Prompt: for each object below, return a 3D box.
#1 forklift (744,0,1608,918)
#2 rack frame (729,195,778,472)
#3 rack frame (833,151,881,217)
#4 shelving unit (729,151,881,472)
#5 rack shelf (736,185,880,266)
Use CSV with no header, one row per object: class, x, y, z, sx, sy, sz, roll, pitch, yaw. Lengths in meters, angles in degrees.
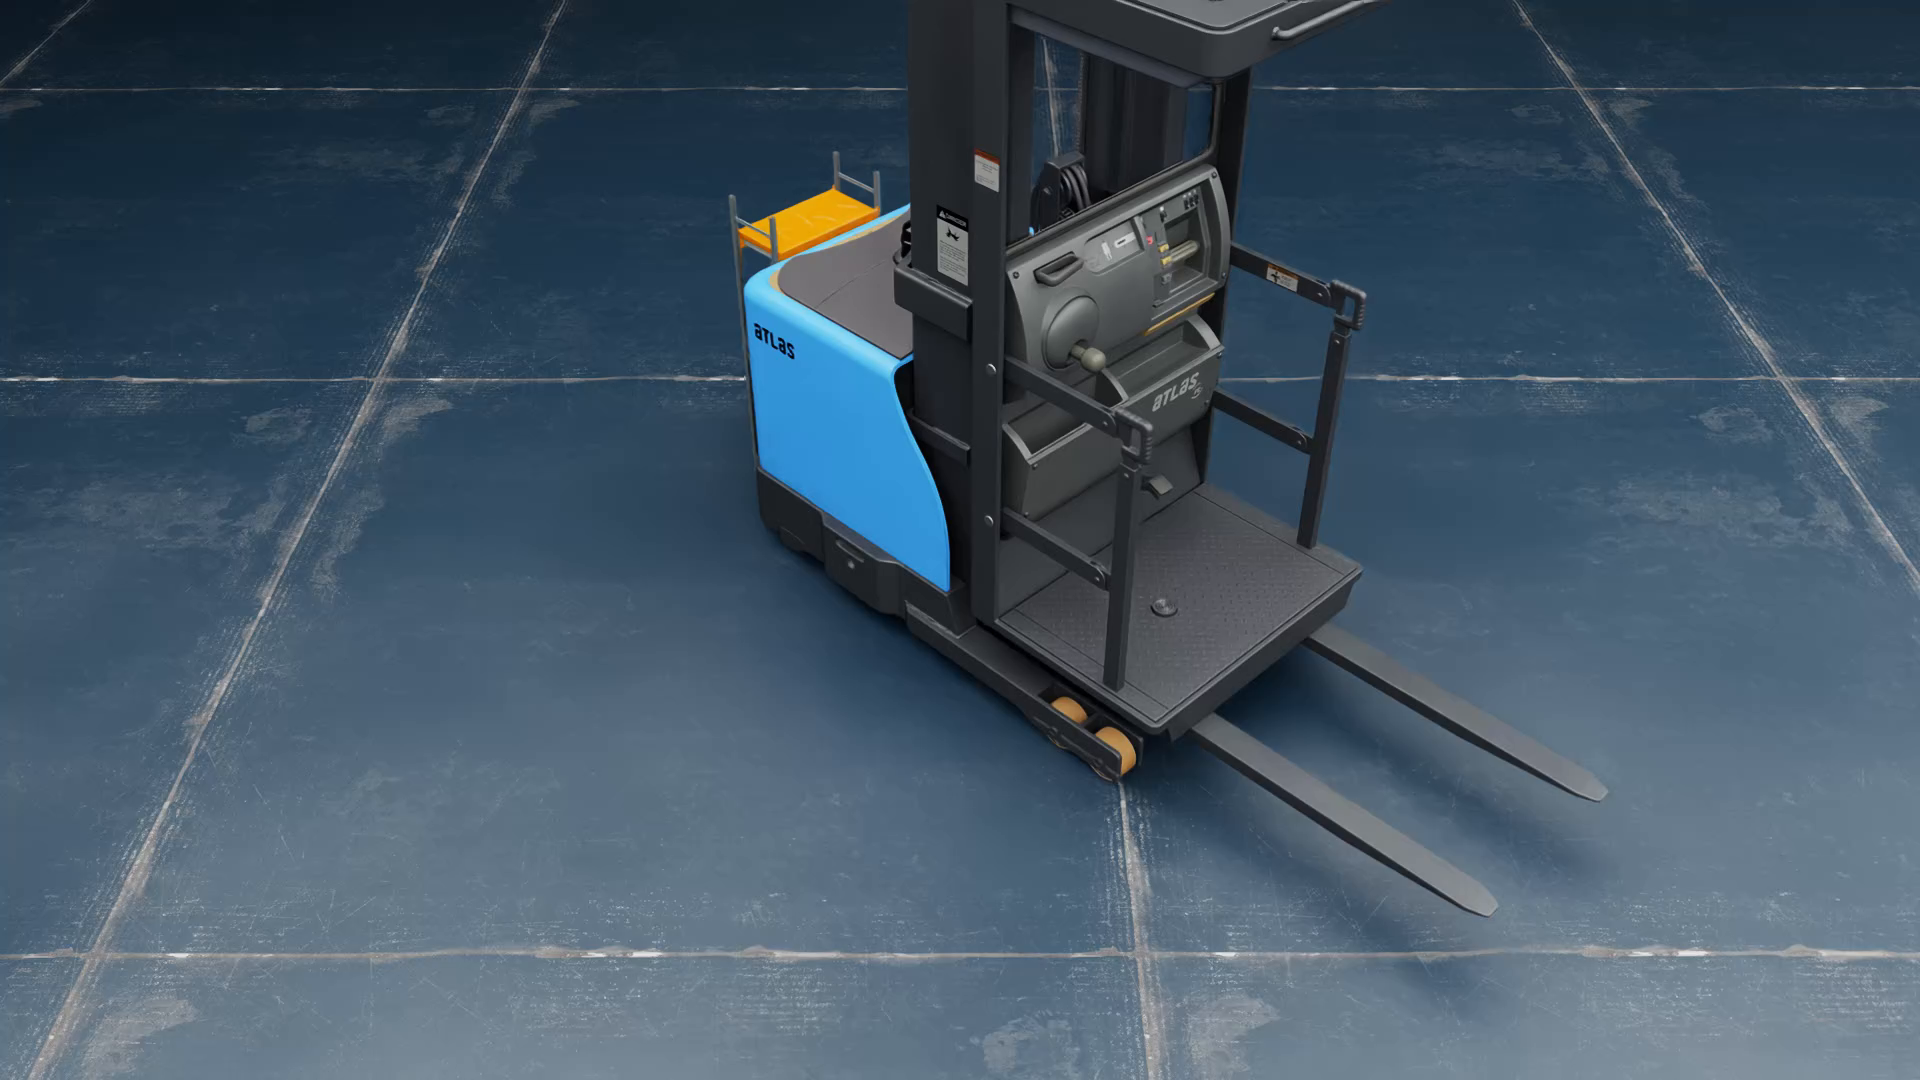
forklift,0.638,-0.749,4.841,1.130,2.935,3.031,-32,48,-33
rack frame,-0.723,-0.690,6.151,0.015,1.200,0.240,-32,49,-33
rack frame,-0.378,-0.906,6.421,0.015,1.200,0.240,-32,49,-33
shelving unit,-0.551,-0.798,6.286,0.503,1.200,0.258,-32,49,-33
rack shelf,-0.551,-1.104,6.040,0.480,0.148,0.258,-32,49,-33
